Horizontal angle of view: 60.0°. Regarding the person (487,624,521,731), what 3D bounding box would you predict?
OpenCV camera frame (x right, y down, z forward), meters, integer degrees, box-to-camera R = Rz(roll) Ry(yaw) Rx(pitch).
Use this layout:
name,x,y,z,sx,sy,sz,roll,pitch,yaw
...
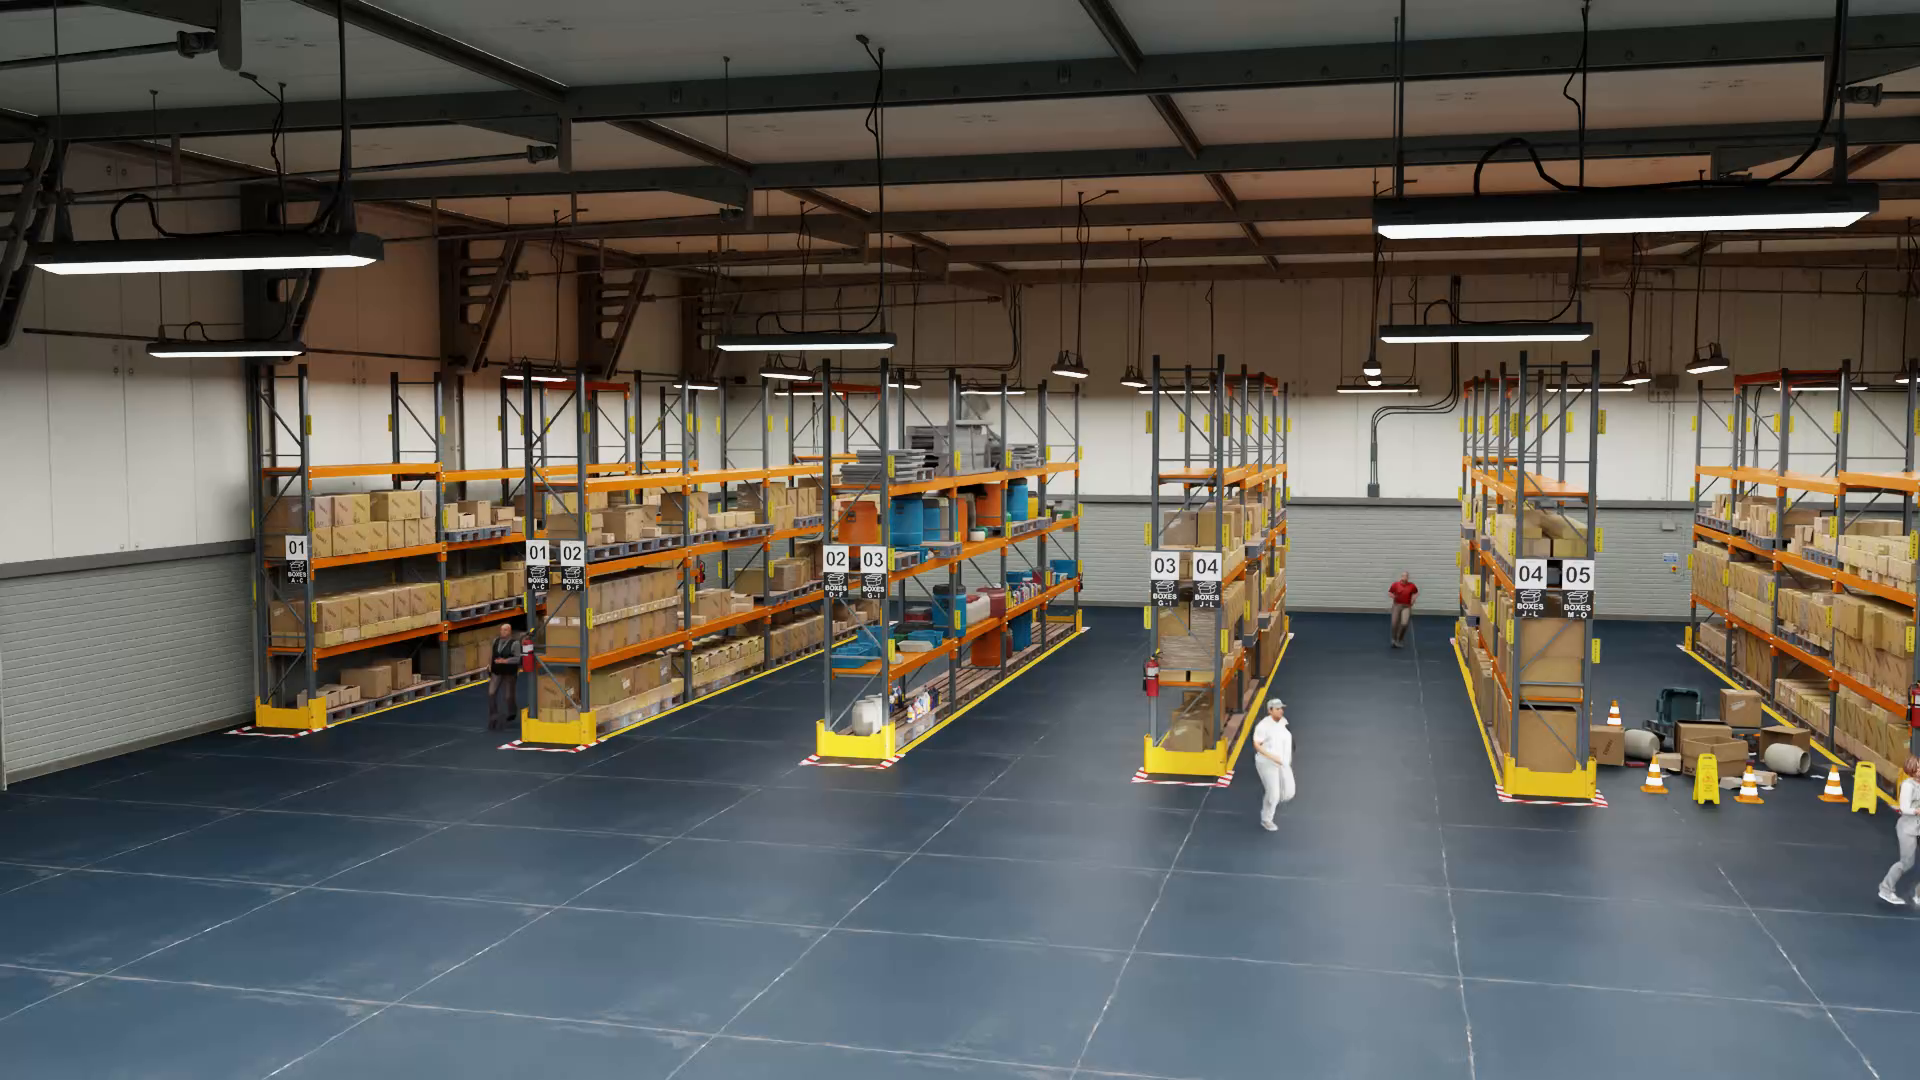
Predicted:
name,x,y,z,sx,sy,sz,roll,pitch,yaw
person,-7.509,2.253,27.544,0.623,1.761,0.819,0,4,7

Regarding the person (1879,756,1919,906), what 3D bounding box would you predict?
name,x,y,z,sx,sy,sz,roll,pitch,yaw
person,9.788,3.028,17.044,0.514,1.640,0.667,-2,5,-29

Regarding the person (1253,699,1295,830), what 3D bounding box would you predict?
name,x,y,z,sx,sy,sz,roll,pitch,yaw
person,3.913,2.772,20.673,0.640,1.626,0.571,-2,5,-32

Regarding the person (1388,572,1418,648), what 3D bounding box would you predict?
name,x,y,z,sx,sy,sz,roll,pitch,yaw
person,9.980,1.591,37.476,0.661,1.750,0.711,1,4,15
